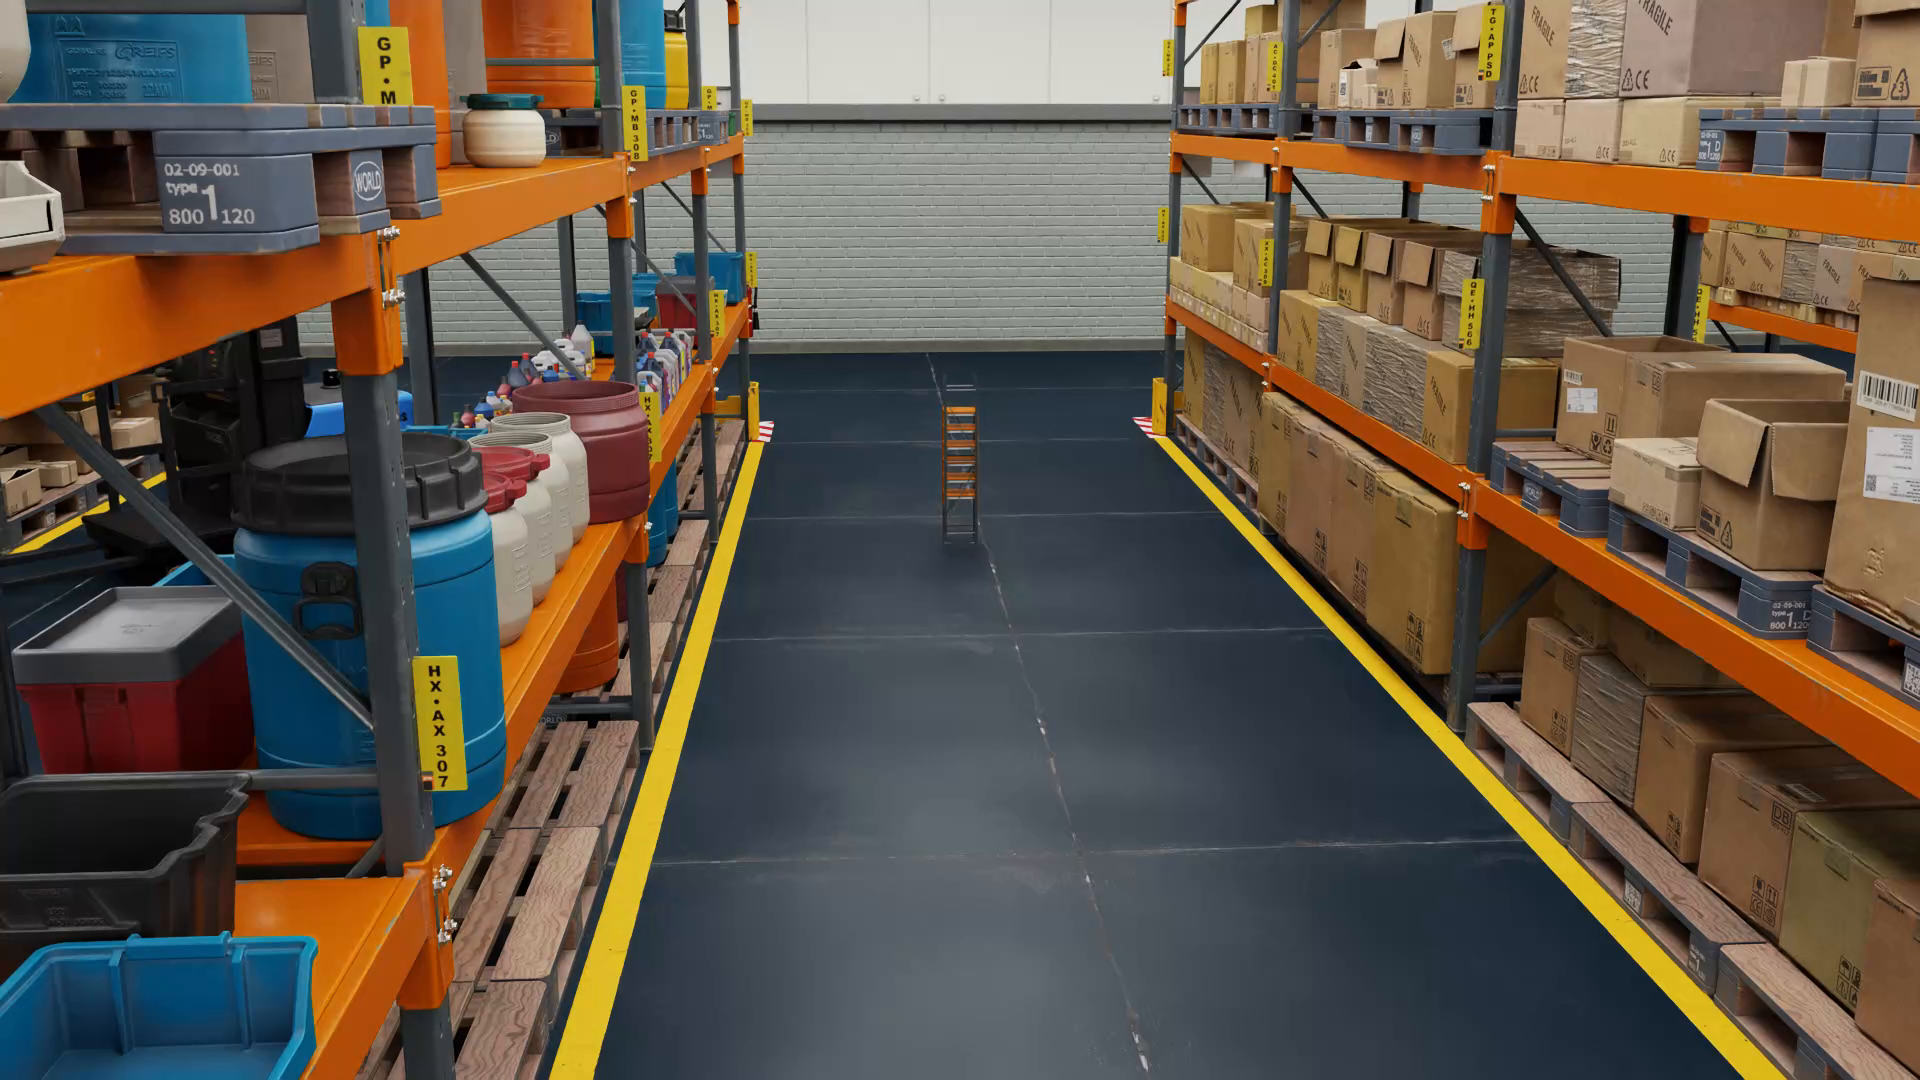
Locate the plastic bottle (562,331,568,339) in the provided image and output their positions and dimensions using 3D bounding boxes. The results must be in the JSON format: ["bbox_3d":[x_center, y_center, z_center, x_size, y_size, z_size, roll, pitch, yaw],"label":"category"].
[{"bbox_3d":[-2.632,-1.240,11.061,0.061,0.283,0.133,-1,14,-3],"label":"plastic bottle"}]

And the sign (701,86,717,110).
[{"bbox_3d":[-1.688,-2.893,11.212,0.100,0.325,0.005,-1,14,-3],"label":"sign"}]

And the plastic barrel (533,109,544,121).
[{"bbox_3d":[-1.923,-1.750,7.100,0.294,0.245,0.294,0,14,0],"label":"plastic barrel"}]

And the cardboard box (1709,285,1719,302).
[{"bbox_3d":[7.165,-2.281,15.374,0.380,0.149,0.250,0,14,-1],"label":"cardboard box"}]

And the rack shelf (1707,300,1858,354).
[{"bbox_3d":[7.539,-1.705,14.076,1.077,0.370,4.000,-1,14,-3],"label":"rack shelf"}]

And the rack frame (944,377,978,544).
[{"bbox_3d":[0.007,-0.555,11.774,0.240,1.200,0.006,-1,14,-3],"label":"rack frame"}]

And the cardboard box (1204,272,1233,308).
[{"bbox_3d":[2.323,-2.063,13.729,0.500,0.250,0.500,-1,14,-5],"label":"cardboard box"}]

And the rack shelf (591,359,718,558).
[{"bbox_3d":[-2.113,-0.582,9.712,1.077,0.370,4.000,-1,14,-3],"label":"rack shelf"}]

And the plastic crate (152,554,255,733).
[{"bbox_3d":[-2.120,0.300,4.873,0.392,0.384,0.575,-1,14,-3],"label":"plastic crate"}]

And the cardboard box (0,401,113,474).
[{"bbox_3d":[-7.303,-0.824,13.334,0.797,0.503,0.637,-1,14,-3],"label":"cardboard box"}]

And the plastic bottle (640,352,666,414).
[{"bbox_3d":[-1.785,-0.906,9.628,0.144,0.351,0.185,-1,14,-3],"label":"plastic bottle"}]

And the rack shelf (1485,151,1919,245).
[{"bbox_3d":[3.078,-1.116,5.769,1.077,0.370,4.000,-1,14,-3],"label":"rack shelf"}]

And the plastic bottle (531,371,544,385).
[{"bbox_3d":[-2.379,-0.803,9.362,0.061,0.283,0.133,-1,14,-3],"label":"plastic bottle"}]

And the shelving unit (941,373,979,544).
[{"bbox_3d":[0.001,-0.577,11.863,0.258,1.200,0.189,-1,14,-3],"label":"shelving unit"}]

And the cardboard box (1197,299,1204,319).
[{"bbox_3d":[2.233,-1.964,14.145,0.380,0.149,0.250,-1,14,-4],"label":"cardboard box"}]

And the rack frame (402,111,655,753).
[{"bbox_3d":[-1.989,-0.433,7.690,1.000,3.000,0.127,-1,14,-3],"label":"rack frame"}]

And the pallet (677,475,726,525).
[{"bbox_3d":[-2.321,-0.260,12.612,1.003,0.211,1.213,-1,14,-3],"label":"pallet"}]

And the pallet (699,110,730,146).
[{"bbox_3d":[-2.091,-2.596,10.454,1.213,0.211,1.003,-1,14,-3],"label":"pallet"}]

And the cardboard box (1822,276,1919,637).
[{"bbox_3d":[3.292,-0.208,4.770,1.000,1.000,1.000,-1,14,-3],"label":"cardboard box"}]

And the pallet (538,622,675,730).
[{"bbox_3d":[-2.080,0.722,8.797,1.003,0.211,1.213,-1,14,-3],"label":"pallet"}]

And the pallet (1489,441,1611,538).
[{"bbox_3d":[3.105,-0.241,7.328,1.213,0.211,1.003,-1,14,-3],"label":"pallet"}]

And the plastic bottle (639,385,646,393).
[{"bbox_3d":[-1.699,-0.696,8.944,0.061,0.283,0.133,-1,14,-3],"label":"plastic bottle"}]

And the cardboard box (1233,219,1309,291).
[{"bbox_3d":[2.384,-2.174,12.654,0.500,0.500,0.500,-1,14,-3],"label":"cardboard box"}]

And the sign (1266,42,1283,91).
[{"bbox_3d":[2.153,-3.237,11.370,0.100,0.325,0.005,-1,14,-3],"label":"sign"}]

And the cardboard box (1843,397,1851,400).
[{"bbox_3d":[7.321,-1.138,14.113,0.380,0.149,0.250,-1,14,-3],"label":"cardboard box"}]

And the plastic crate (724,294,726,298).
[{"bbox_3d":[-2.102,-1.864,13.466,0.416,0.233,0.300,-1,14,-3],"label":"plastic crate"}]

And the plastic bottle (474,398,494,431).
[{"bbox_3d":[-2.455,-0.599,8.595,0.097,0.271,0.097,0,14,0],"label":"plastic bottle"}]

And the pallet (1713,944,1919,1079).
[{"bbox_3d":[3.152,1.642,5.220,1.003,0.211,1.213,-1,14,-3],"label":"pallet"}]

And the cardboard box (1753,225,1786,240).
[{"bbox_3d":[7.226,-2.856,14.304,0.500,0.500,0.500,-1,14,-5],"label":"cardboard box"}]

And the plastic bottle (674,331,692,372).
[{"bbox_3d":[-1.890,-1.275,11.210,0.152,0.276,0.135,-1,14,-3],"label":"plastic bottle"}]

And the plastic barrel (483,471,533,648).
[{"bbox_3d":[-1.627,0.072,5.453,0.433,0.535,0.433,0,14,0],"label":"plastic barrel"}]

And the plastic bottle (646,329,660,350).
[{"bbox_3d":[-1.997,-1.178,10.685,0.144,0.351,0.185,-1,14,-3],"label":"plastic bottle"}]

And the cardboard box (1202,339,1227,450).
[{"bbox_3d":[2.634,-1.289,14.438,0.875,0.875,0.875,-1,14,-3],"label":"cardboard box"}]

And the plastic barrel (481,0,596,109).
[{"bbox_3d":[-2.021,-2.438,7.759,0.600,0.830,0.708,-1,14,-3],"label":"plastic barrel"}]

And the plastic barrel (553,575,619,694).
[{"bbox_3d":[-2.037,0.293,8.379,0.600,0.830,0.708,-1,14,-3],"label":"plastic barrel"}]

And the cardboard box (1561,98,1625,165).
[{"bbox_3d":[2.761,-1.641,6.666,0.500,0.250,0.500,-1,14,-2],"label":"cardboard box"}]

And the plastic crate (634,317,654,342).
[{"bbox_3d":[-2.575,-1.598,12.649,0.437,0.125,0.590,-1,14,-3],"label":"plastic crate"}]

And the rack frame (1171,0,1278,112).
[{"bbox_3d":[2.459,-5.404,14.972,1.000,3.000,0.127,-1,14,-3],"label":"rack frame"}]

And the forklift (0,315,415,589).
[{"bbox_3d":[-5.208,-1.229,10.919,1.130,2.935,3.031,13,19,40],"label":"forklift"}]

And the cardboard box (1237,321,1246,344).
[{"bbox_3d":[2.329,-1.581,12.656,0.380,0.149,0.250,-1,14,-4],"label":"cardboard box"}]

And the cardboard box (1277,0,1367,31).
[{"bbox_3d":[2.655,-3.854,12.218,0.500,0.250,0.500,-2,15,-7],"label":"cardboard box"}]

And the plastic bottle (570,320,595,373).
[{"bbox_3d":[-2.536,-1.301,11.163,0.144,0.351,0.185,-1,14,-3],"label":"plastic bottle"}]

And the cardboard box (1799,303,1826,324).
[{"bbox_3d":[7.243,-1.889,13.853,0.380,0.149,0.250,-1,14,-2],"label":"cardboard box"}]

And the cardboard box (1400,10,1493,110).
[{"bbox_3d":[2.703,-2.578,8.963,0.500,0.500,0.500,0,14,0],"label":"cardboard box"}]

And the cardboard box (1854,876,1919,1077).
[{"bbox_3d":[3.185,1.330,4.972,0.700,0.500,0.500,-2,15,-8],"label":"cardboard box"}]

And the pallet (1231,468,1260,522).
[{"bbox_3d":[2.737,-0.344,12.940,1.003,0.211,1.213,-1,14,-3],"label":"pallet"}]

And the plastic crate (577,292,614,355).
[{"bbox_3d":[-2.606,-1.560,11.981,0.392,0.384,0.575,-1,14,-3],"label":"plastic crate"}]

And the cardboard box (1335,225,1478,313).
[{"bbox_3d":[2.785,-1.709,10.435,0.797,0.503,0.637,-1,14,-3],"label":"cardboard box"}]

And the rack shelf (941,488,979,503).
[{"bbox_3d":[0.001,-0.302,11.934,0.258,0.103,0.180,-1,14,-3],"label":"rack shelf"}]

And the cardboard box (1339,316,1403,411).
[{"bbox_3d":[2.585,-1.057,9.912,0.500,0.500,0.500,-1,14,-2],"label":"cardboard box"}]

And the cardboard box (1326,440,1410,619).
[{"bbox_3d":[2.885,-0.078,9.730,1.225,0.875,0.875,-1,14,-3],"label":"cardboard box"}]

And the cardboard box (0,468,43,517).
[{"bbox_3d":[-6.991,-0.371,11.961,0.500,0.311,0.500,-1,14,-3],"label":"cardboard box"}]

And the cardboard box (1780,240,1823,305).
[{"bbox_3d":[7.281,-2.246,13.937,0.500,0.500,0.500,-1,14,-5],"label":"cardboard box"}]

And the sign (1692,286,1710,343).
[{"bbox_3d":[3.495,-1.043,7.894,0.100,0.325,0.005,-1,14,-3],"label":"sign"}]

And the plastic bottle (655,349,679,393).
[{"bbox_3d":[-1.836,-1.058,10.369,0.152,0.276,0.135,-1,14,-3],"label":"plastic bottle"}]

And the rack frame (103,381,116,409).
[{"bbox_3d":[-7.429,-2.347,15.129,1.000,3.000,0.127,-1,14,-3],"label":"rack frame"}]
